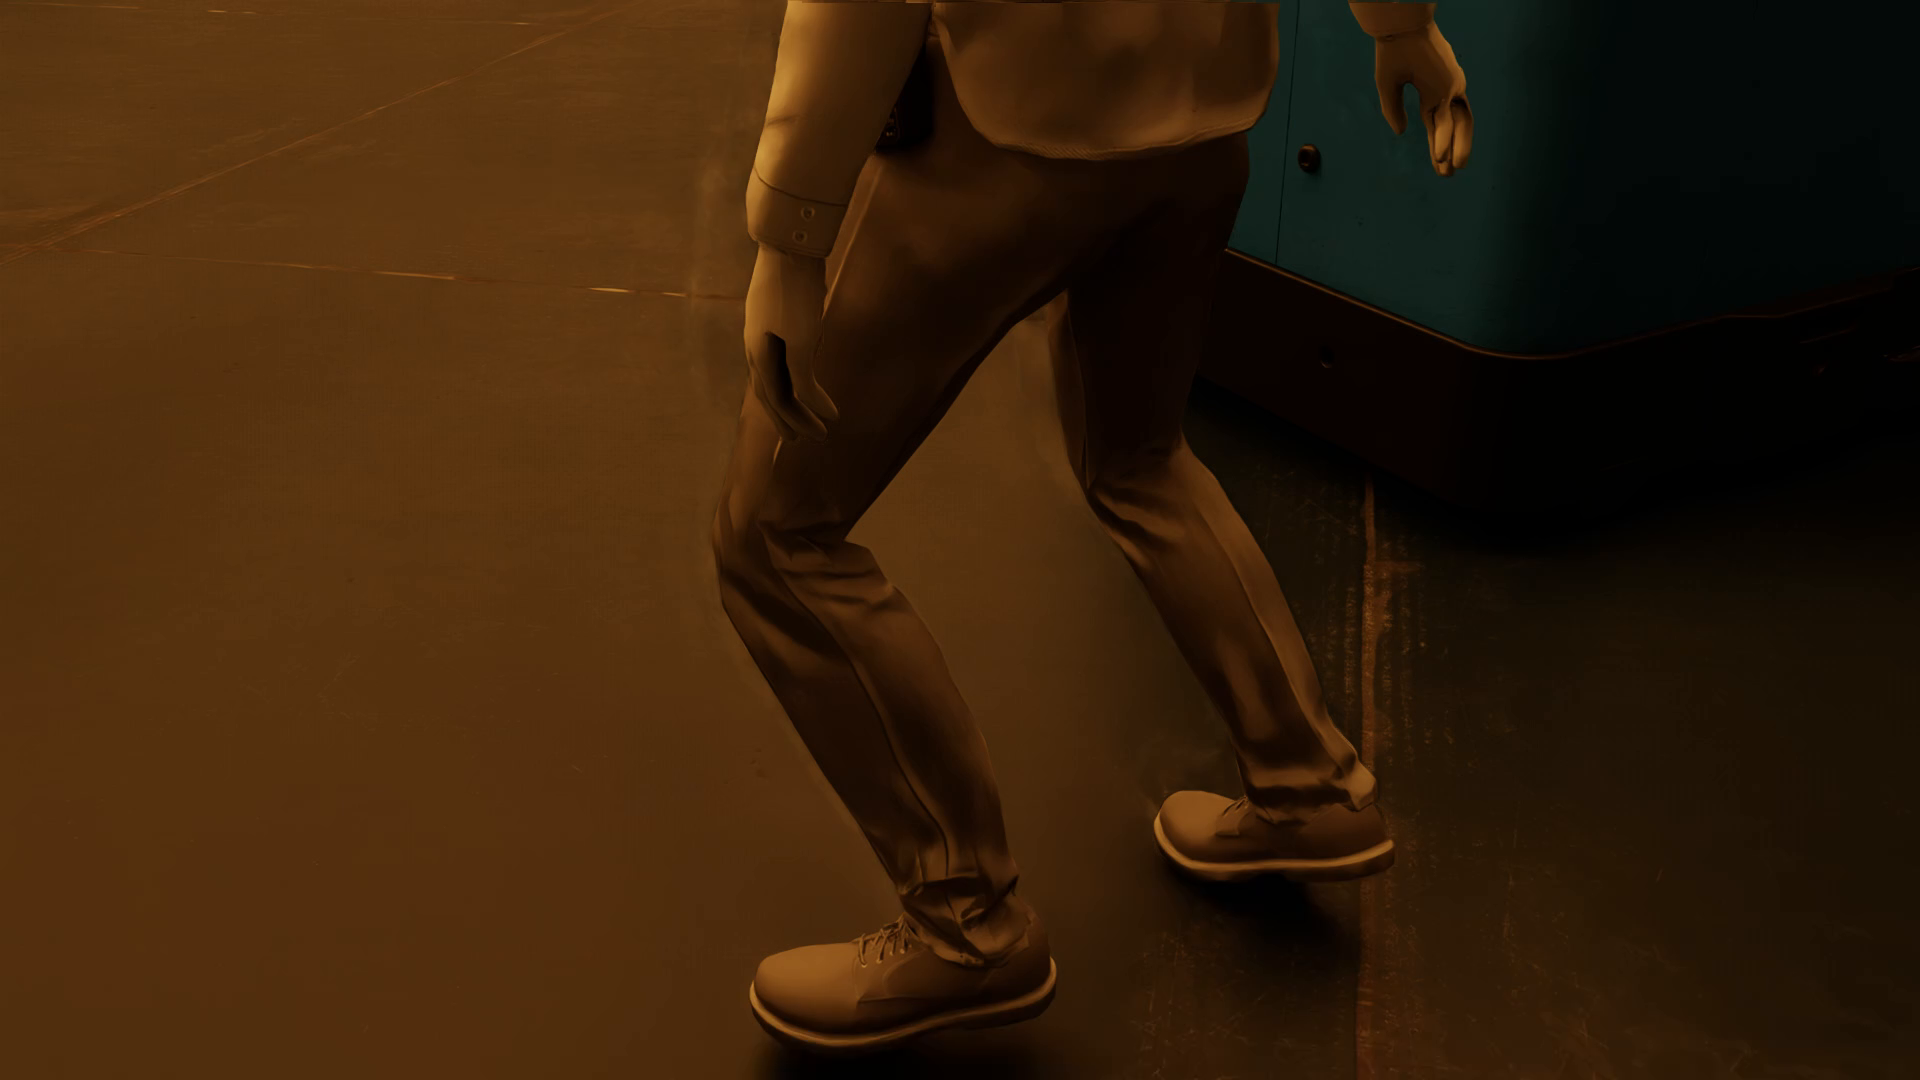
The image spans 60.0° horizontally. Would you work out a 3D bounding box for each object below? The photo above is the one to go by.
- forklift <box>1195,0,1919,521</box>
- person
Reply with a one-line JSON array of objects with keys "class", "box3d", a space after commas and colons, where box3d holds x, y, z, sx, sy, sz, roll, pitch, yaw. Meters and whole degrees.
[{"class": "forklift", "box3d": [1.808, -1.811, 2.836, 3.031, 2.935, 1.130, -15, 30, -27]}, {"class": "person", "box3d": [0.159, -0.340, 1.384, 0.814, 1.595, 0.464, -22, 34, -36]}]
